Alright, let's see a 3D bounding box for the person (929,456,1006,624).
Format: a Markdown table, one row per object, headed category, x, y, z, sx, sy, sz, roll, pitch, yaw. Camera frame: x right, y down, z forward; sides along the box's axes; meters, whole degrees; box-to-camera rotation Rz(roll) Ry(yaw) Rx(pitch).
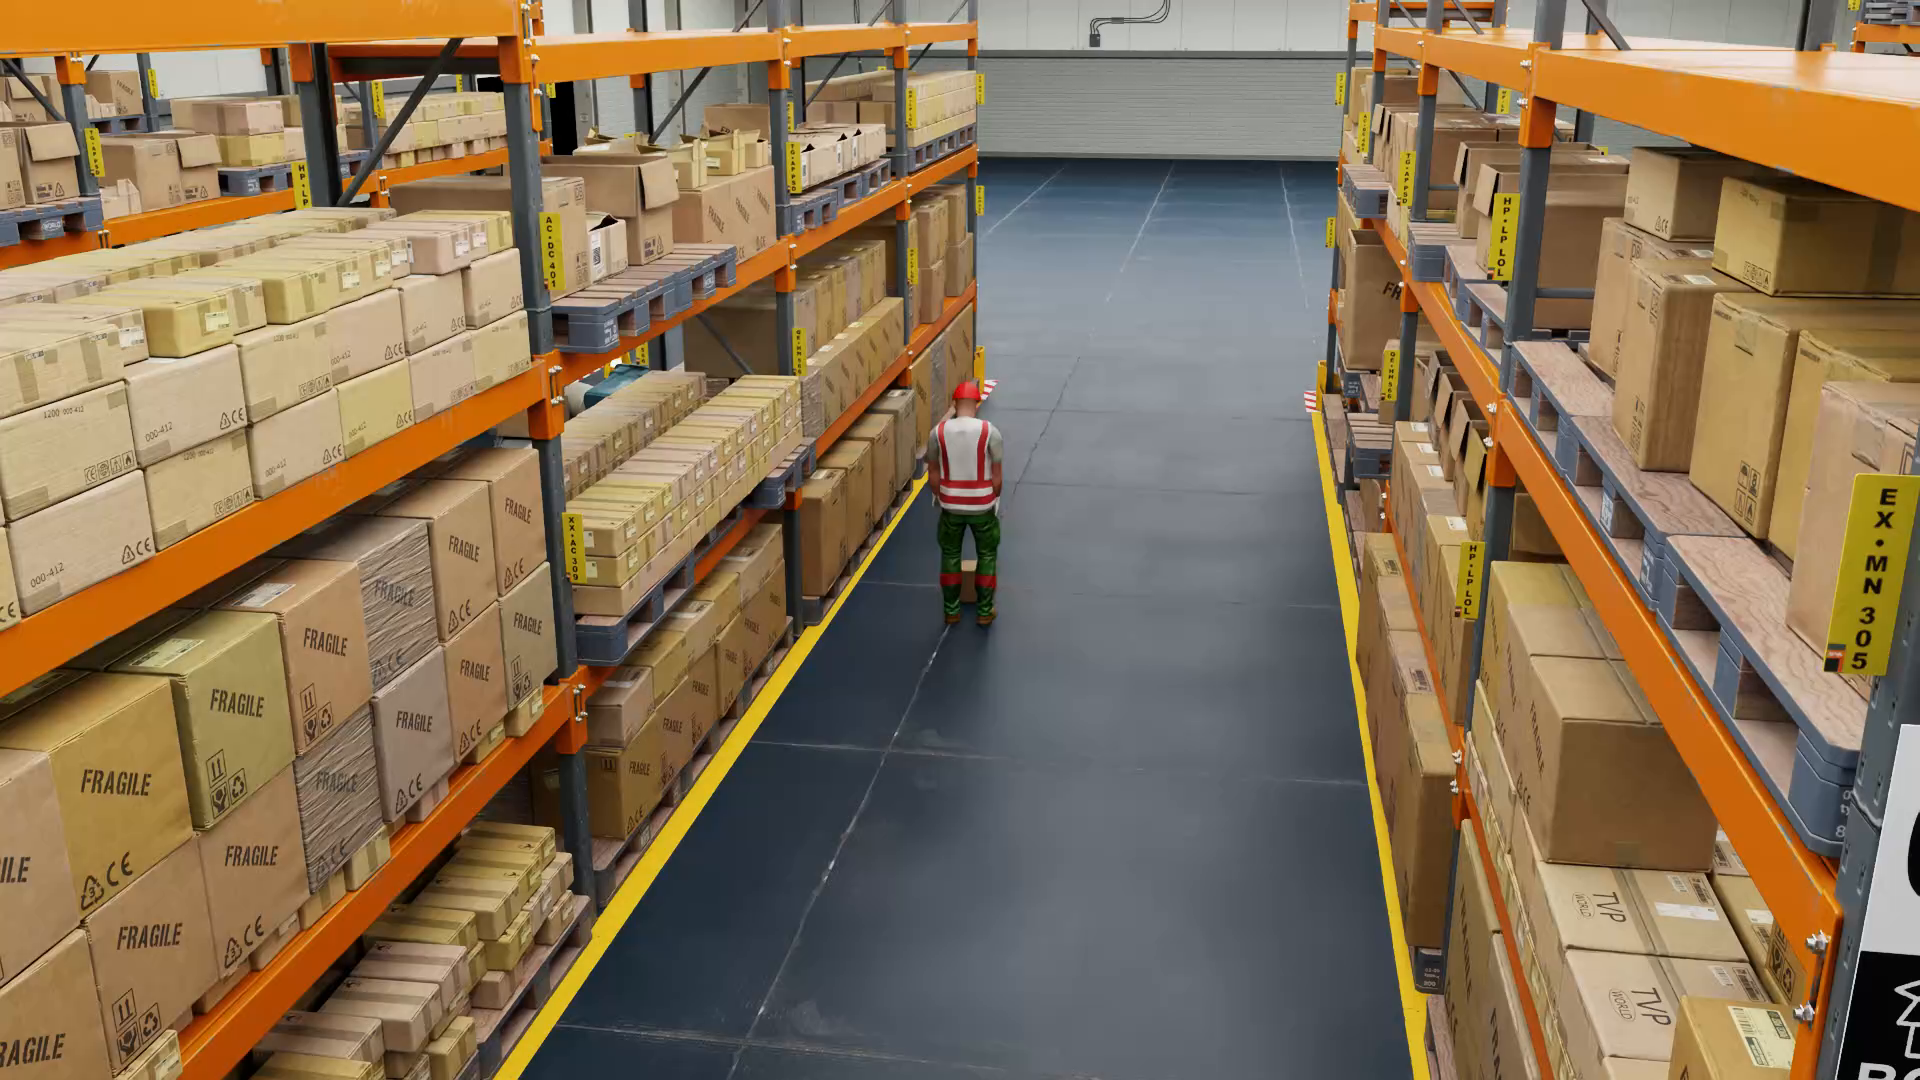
| category | x | y | z | sx | sy | sz | roll | pitch | yaw |
| --- | --- | --- | --- | --- | --- | --- | --- | --- | --- |
| person | 0.040 | 0.014 | 12.081 | 0.578 | 1.116 | 0.862 | 2 | 18 | 8 |
